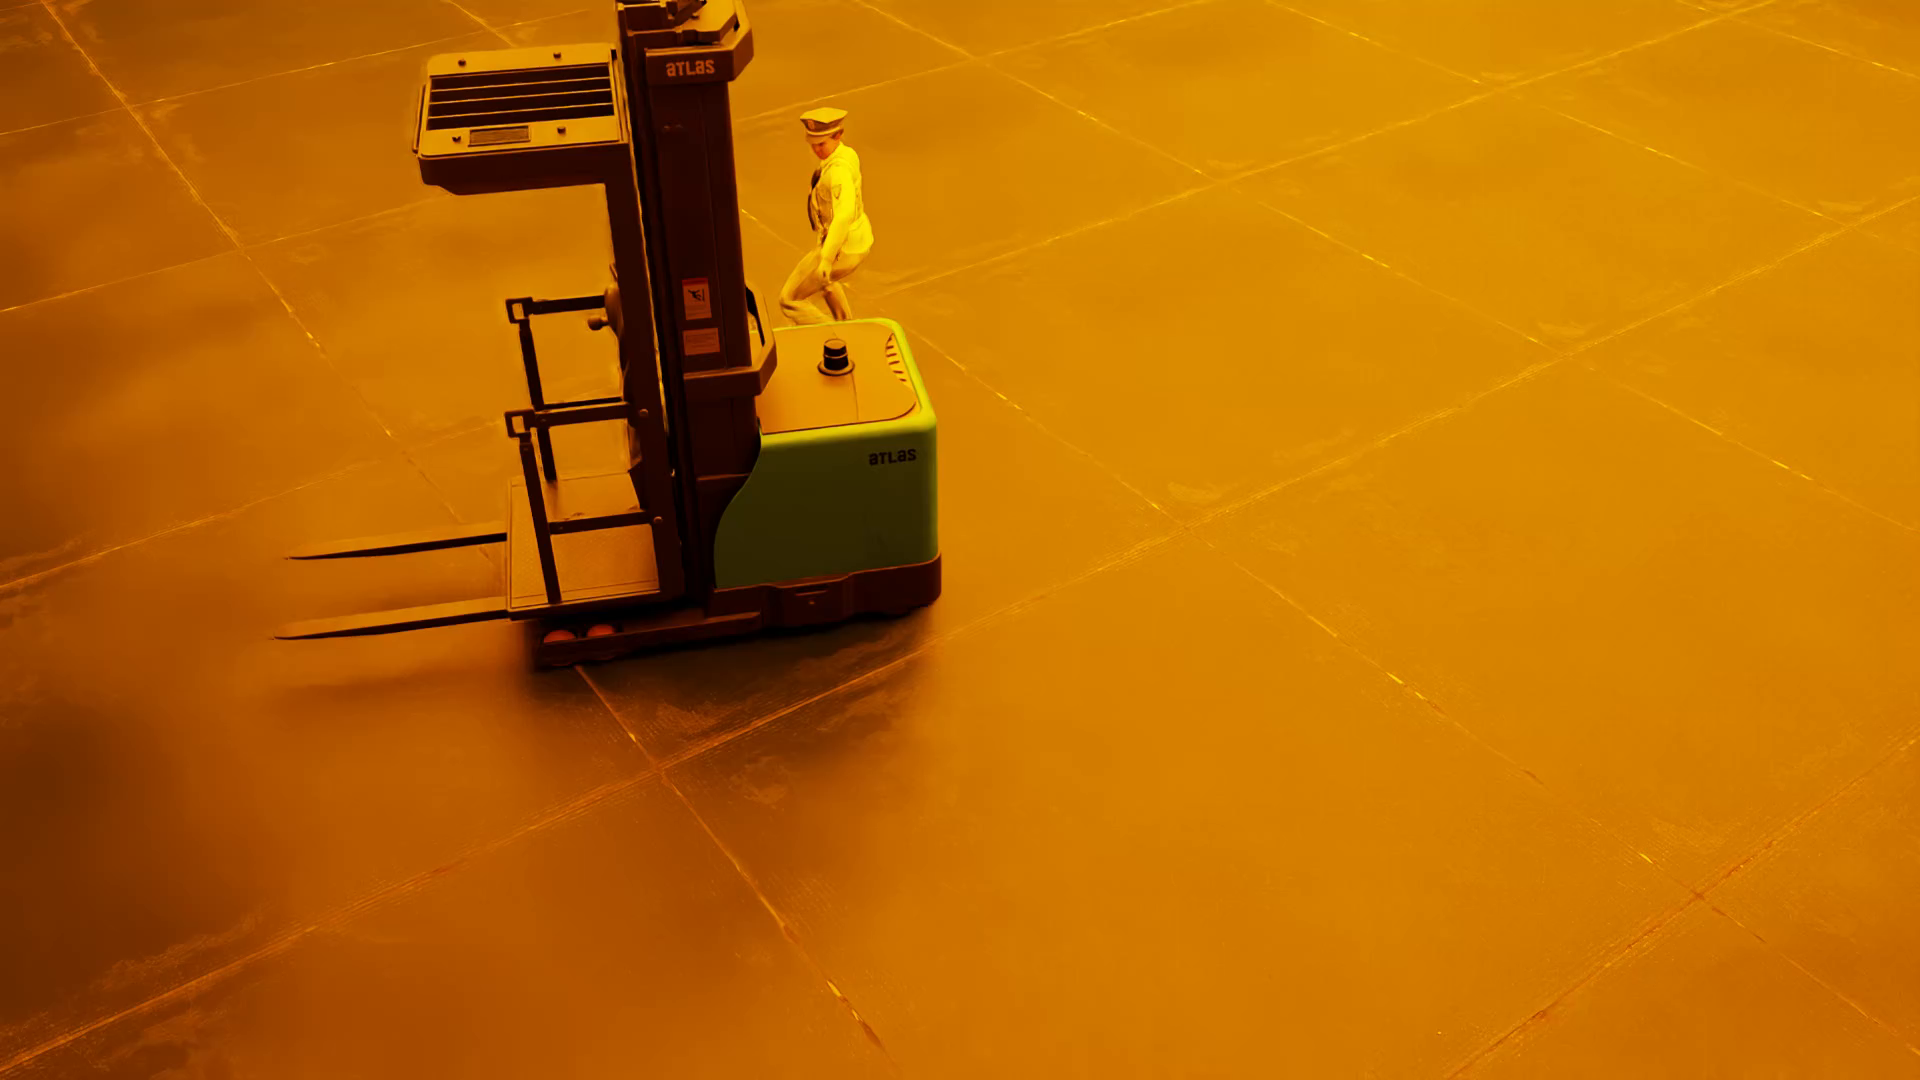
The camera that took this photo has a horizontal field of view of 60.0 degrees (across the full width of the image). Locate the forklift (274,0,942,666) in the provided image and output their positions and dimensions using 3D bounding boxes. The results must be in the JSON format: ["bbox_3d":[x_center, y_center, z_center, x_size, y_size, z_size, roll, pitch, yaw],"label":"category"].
[{"bbox_3d":[-1.660,-0.944,7.222,3.031,2.935,1.130,-7,37,-10],"label":"forklift"}]

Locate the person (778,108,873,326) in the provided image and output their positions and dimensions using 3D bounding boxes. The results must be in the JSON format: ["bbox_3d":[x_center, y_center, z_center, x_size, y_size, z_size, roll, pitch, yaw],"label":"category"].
[{"bbox_3d":[-0.732,-1.684,9.426,0.483,1.555,0.908,9,38,13],"label":"person"}]
